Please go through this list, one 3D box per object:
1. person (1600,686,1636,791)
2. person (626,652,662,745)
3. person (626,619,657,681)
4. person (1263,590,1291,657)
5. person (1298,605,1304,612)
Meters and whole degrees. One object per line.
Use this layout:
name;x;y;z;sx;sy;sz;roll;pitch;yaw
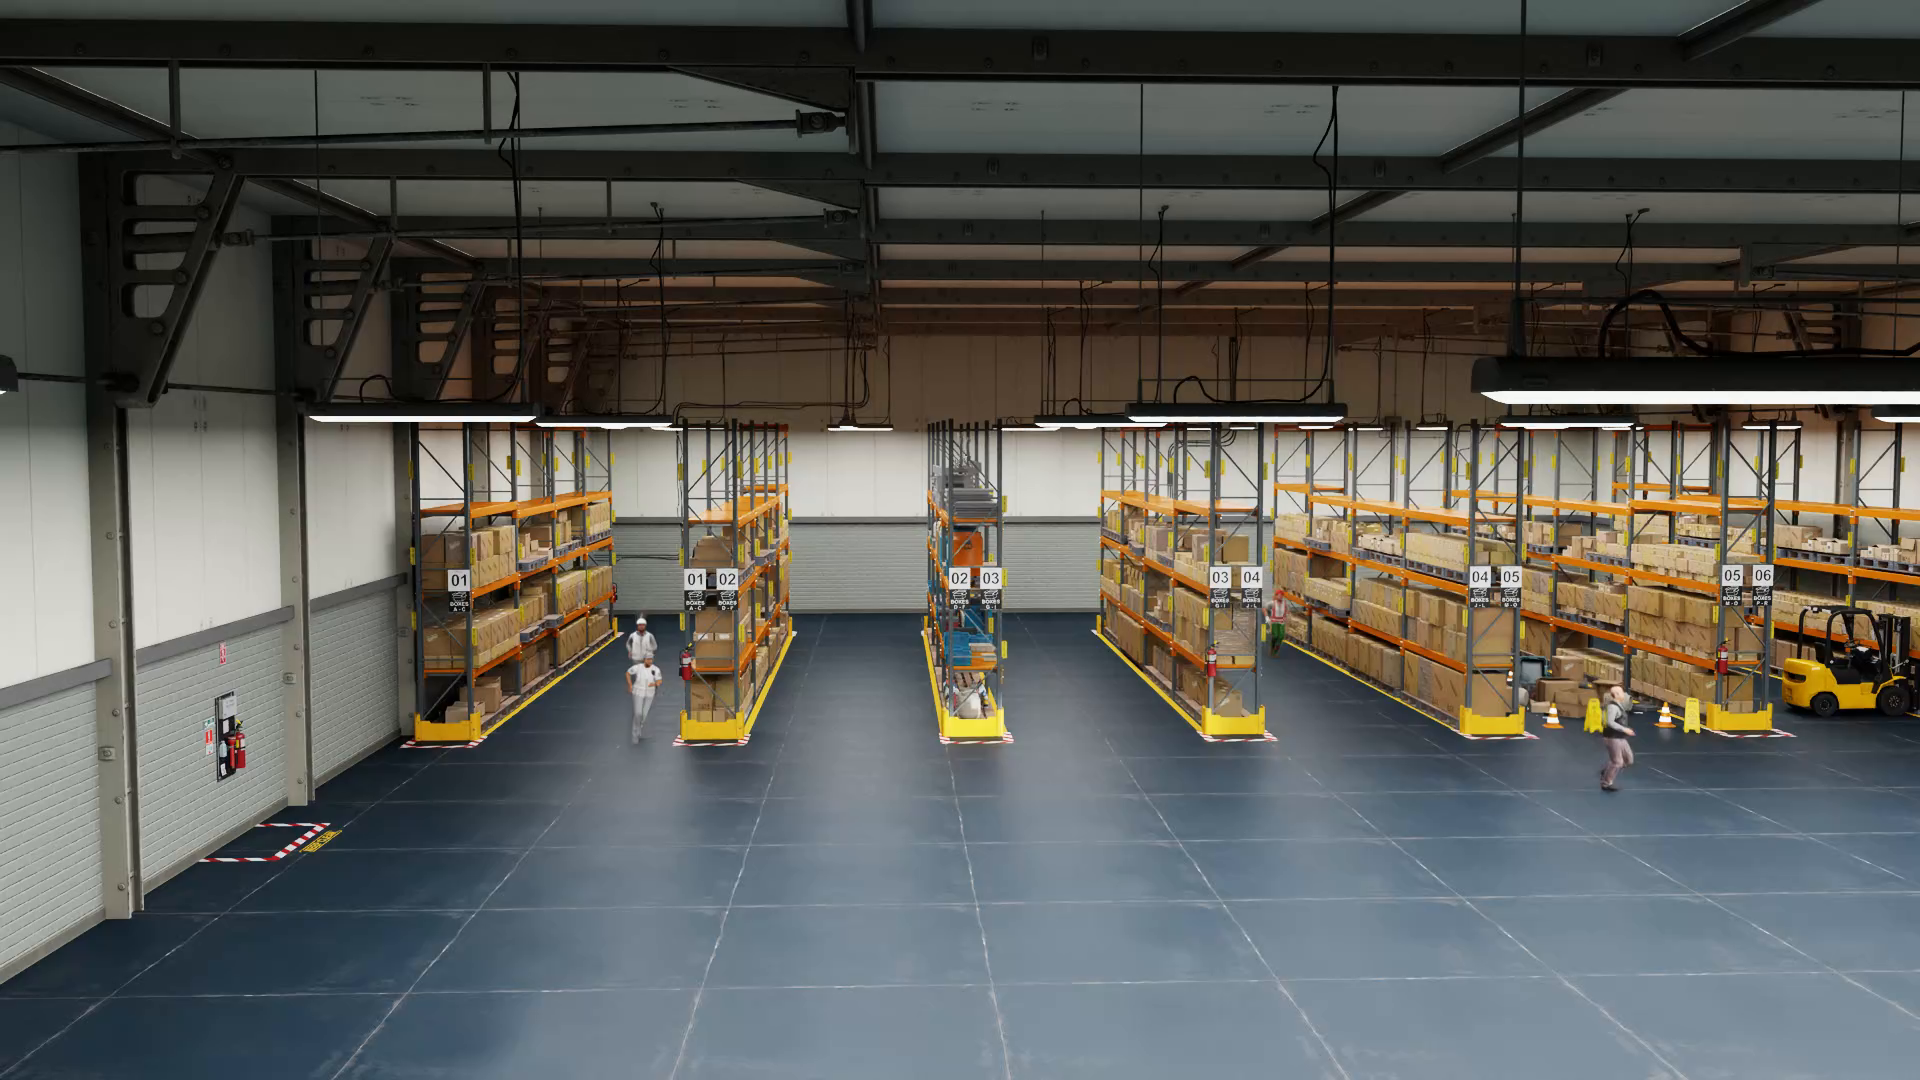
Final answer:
person;10.512;3.173;26.564;0.569;1.683;0.673;2;4;33
person;-5.894;2.930;31.038;0.630;1.695;0.796;-2;4;-25
person;-6.865;2.561;35.827;0.668;1.739;0.803;-1;4;-10
person;8.104;2.137;42.290;0.657;1.736;0.613;-1;4;-8
person;10.181;1.745;49.055;0.644;1.692;0.932;2;4;26
